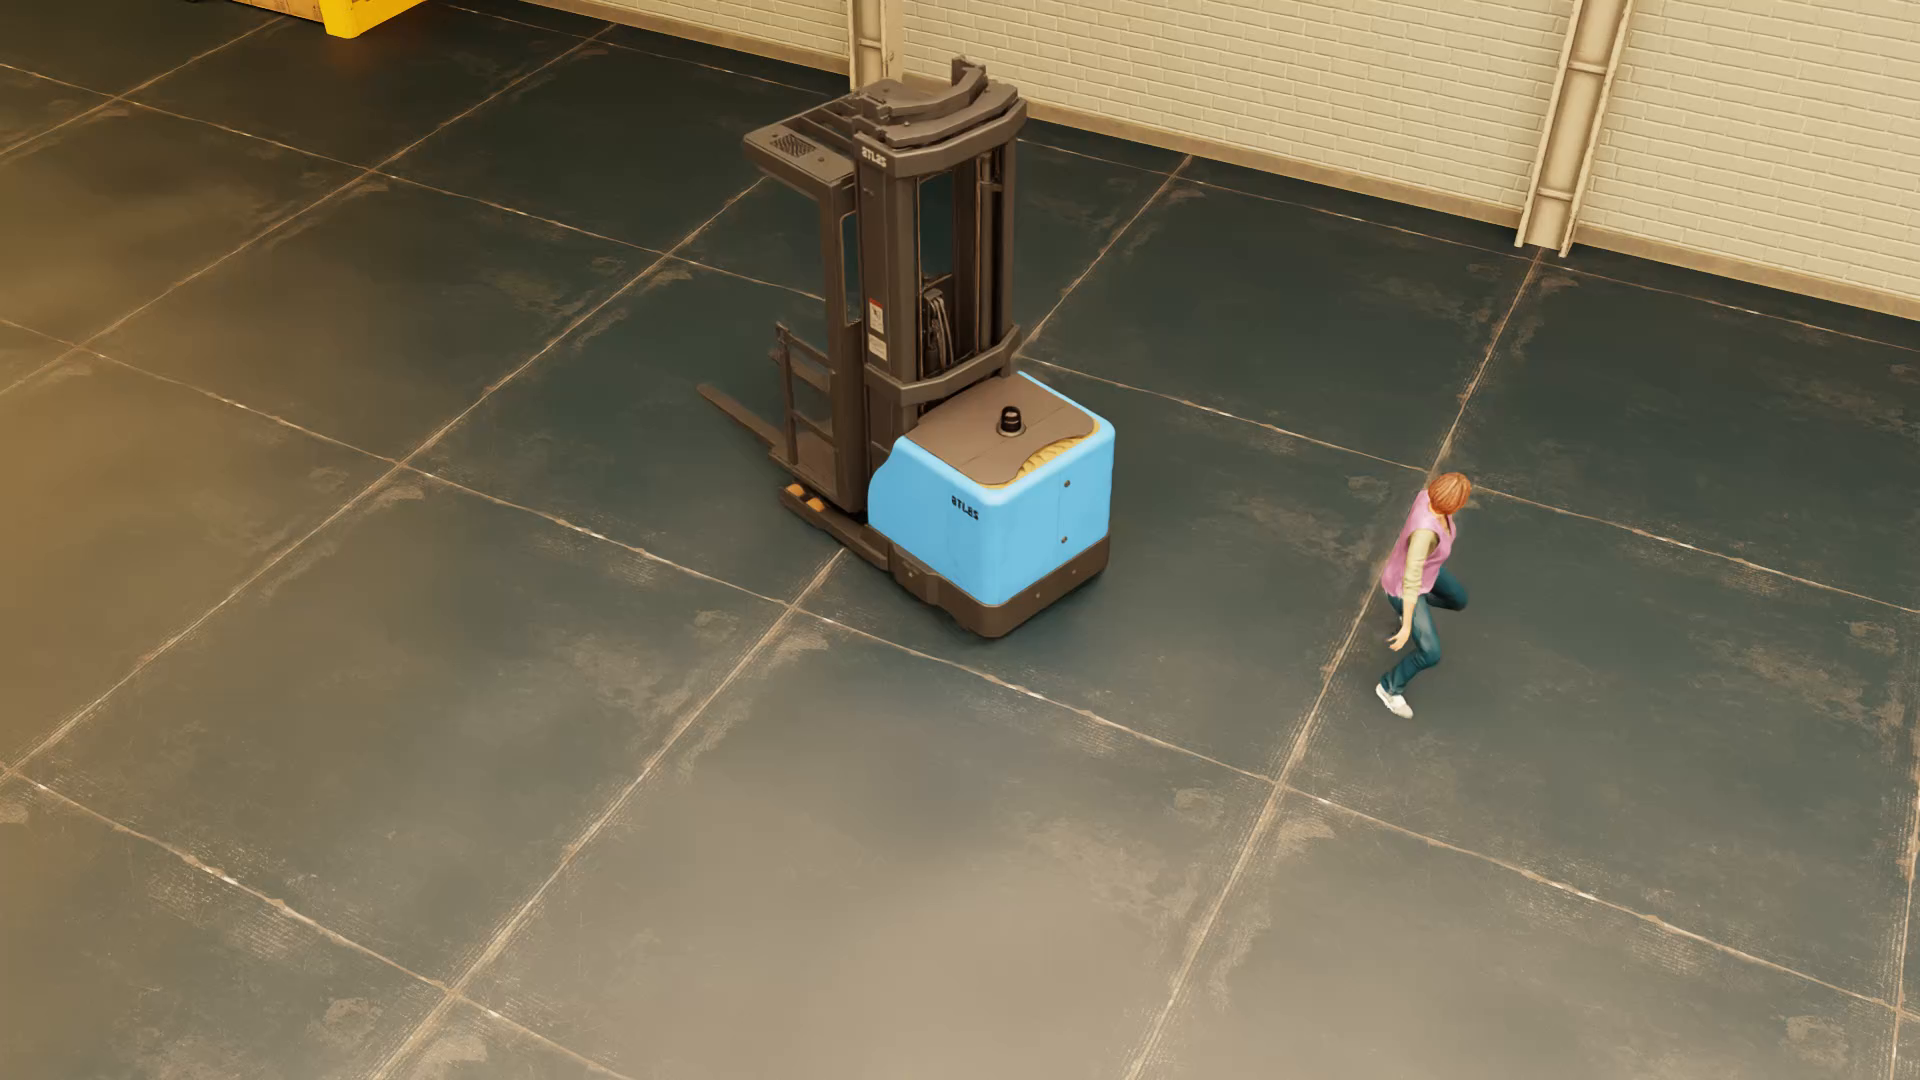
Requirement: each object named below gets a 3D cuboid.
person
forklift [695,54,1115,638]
[{"bbox_3d":[2.457,0.231,8.884,0.465,1.475,0.946,21,44,23],"label":"person"},{"bbox_3d":[-0.488,-1.418,9.671,1.130,2.935,3.031,-32,49,-32],"label":"forklift"}]
